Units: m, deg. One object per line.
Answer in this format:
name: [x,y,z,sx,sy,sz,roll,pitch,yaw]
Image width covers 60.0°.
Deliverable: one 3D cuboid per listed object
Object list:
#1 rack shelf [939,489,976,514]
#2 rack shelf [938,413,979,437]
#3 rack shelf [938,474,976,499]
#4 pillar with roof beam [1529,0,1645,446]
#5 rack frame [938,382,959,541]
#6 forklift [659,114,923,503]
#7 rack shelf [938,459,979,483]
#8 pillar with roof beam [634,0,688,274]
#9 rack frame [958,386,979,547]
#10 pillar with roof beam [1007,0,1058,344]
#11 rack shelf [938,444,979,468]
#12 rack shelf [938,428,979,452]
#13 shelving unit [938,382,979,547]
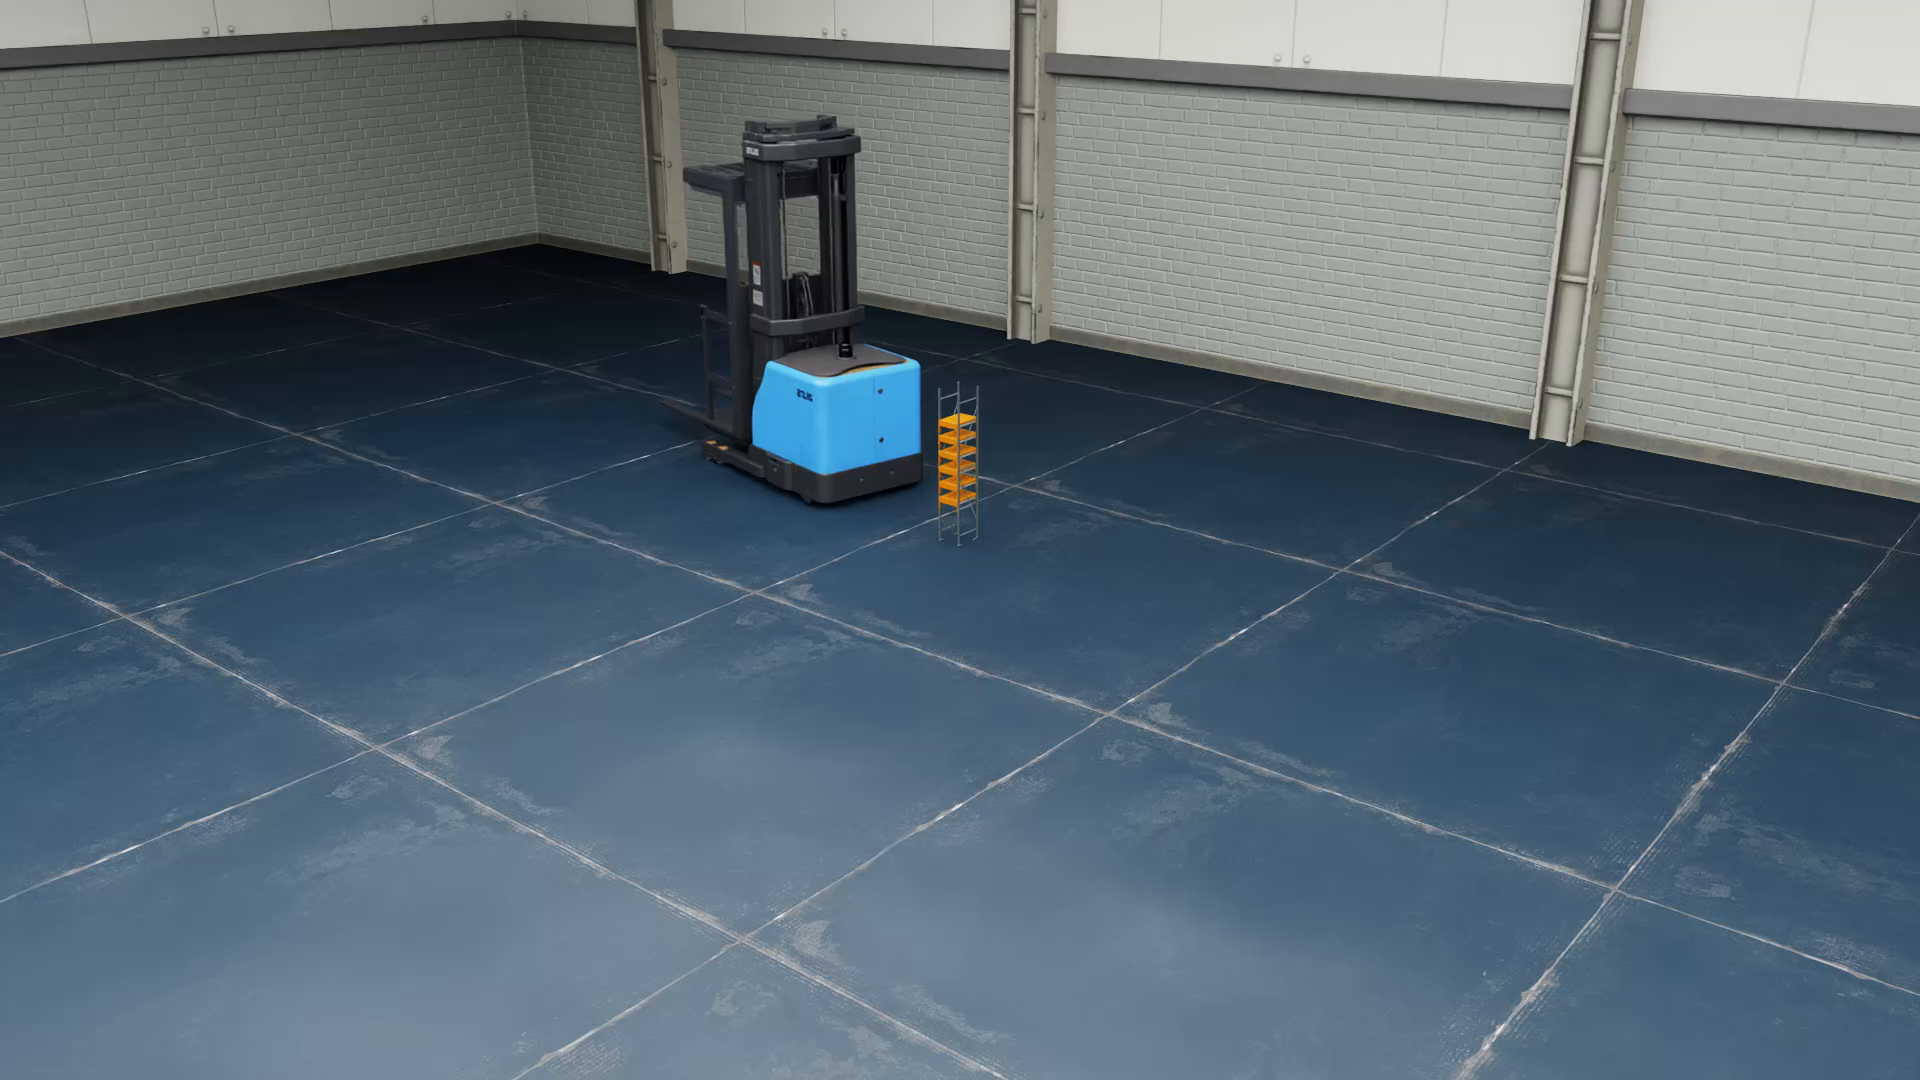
rack shelf: [-0.011,-0.298,12.565,0.180,0.103,0.258,16,26,36]
rack shelf: [-0.011,-0.860,12.354,0.180,0.103,0.258,16,26,36]
rack shelf: [-0.011,-0.411,12.523,0.180,0.103,0.258,16,26,36]
pillar with roof beam: [2.700,-3.956,10.406,0.400,9.000,9.100,16,26,36]
rack frame: [-0.082,-0.585,12.519,0.006,1.200,0.240,16,26,36]
forklift: [-1.610,-2.117,14.127,1.130,2.935,3.031,-15,26,-35]
rack shelf: [-0.011,-0.523,12.481,0.180,0.103,0.258,16,26,36]
pillar with roof beam: [-6.597,-6.634,17.506,0.400,9.000,9.100,16,26,36]
rack frame: [0.060,-0.544,12.411,0.006,1.200,0.240,16,26,36]
pillar with roof beam: [-1.949,-5.295,13.956,0.400,9.000,9.100,16,26,36]
rack shelf: [-0.011,-0.635,12.438,0.180,0.103,0.258,16,26,36]
rack shelf: [-0.011,-0.748,12.396,0.180,0.103,0.258,16,26,36]
shelving unit: [-0.011,-0.565,12.465,0.189,1.200,0.258,16,26,36]
